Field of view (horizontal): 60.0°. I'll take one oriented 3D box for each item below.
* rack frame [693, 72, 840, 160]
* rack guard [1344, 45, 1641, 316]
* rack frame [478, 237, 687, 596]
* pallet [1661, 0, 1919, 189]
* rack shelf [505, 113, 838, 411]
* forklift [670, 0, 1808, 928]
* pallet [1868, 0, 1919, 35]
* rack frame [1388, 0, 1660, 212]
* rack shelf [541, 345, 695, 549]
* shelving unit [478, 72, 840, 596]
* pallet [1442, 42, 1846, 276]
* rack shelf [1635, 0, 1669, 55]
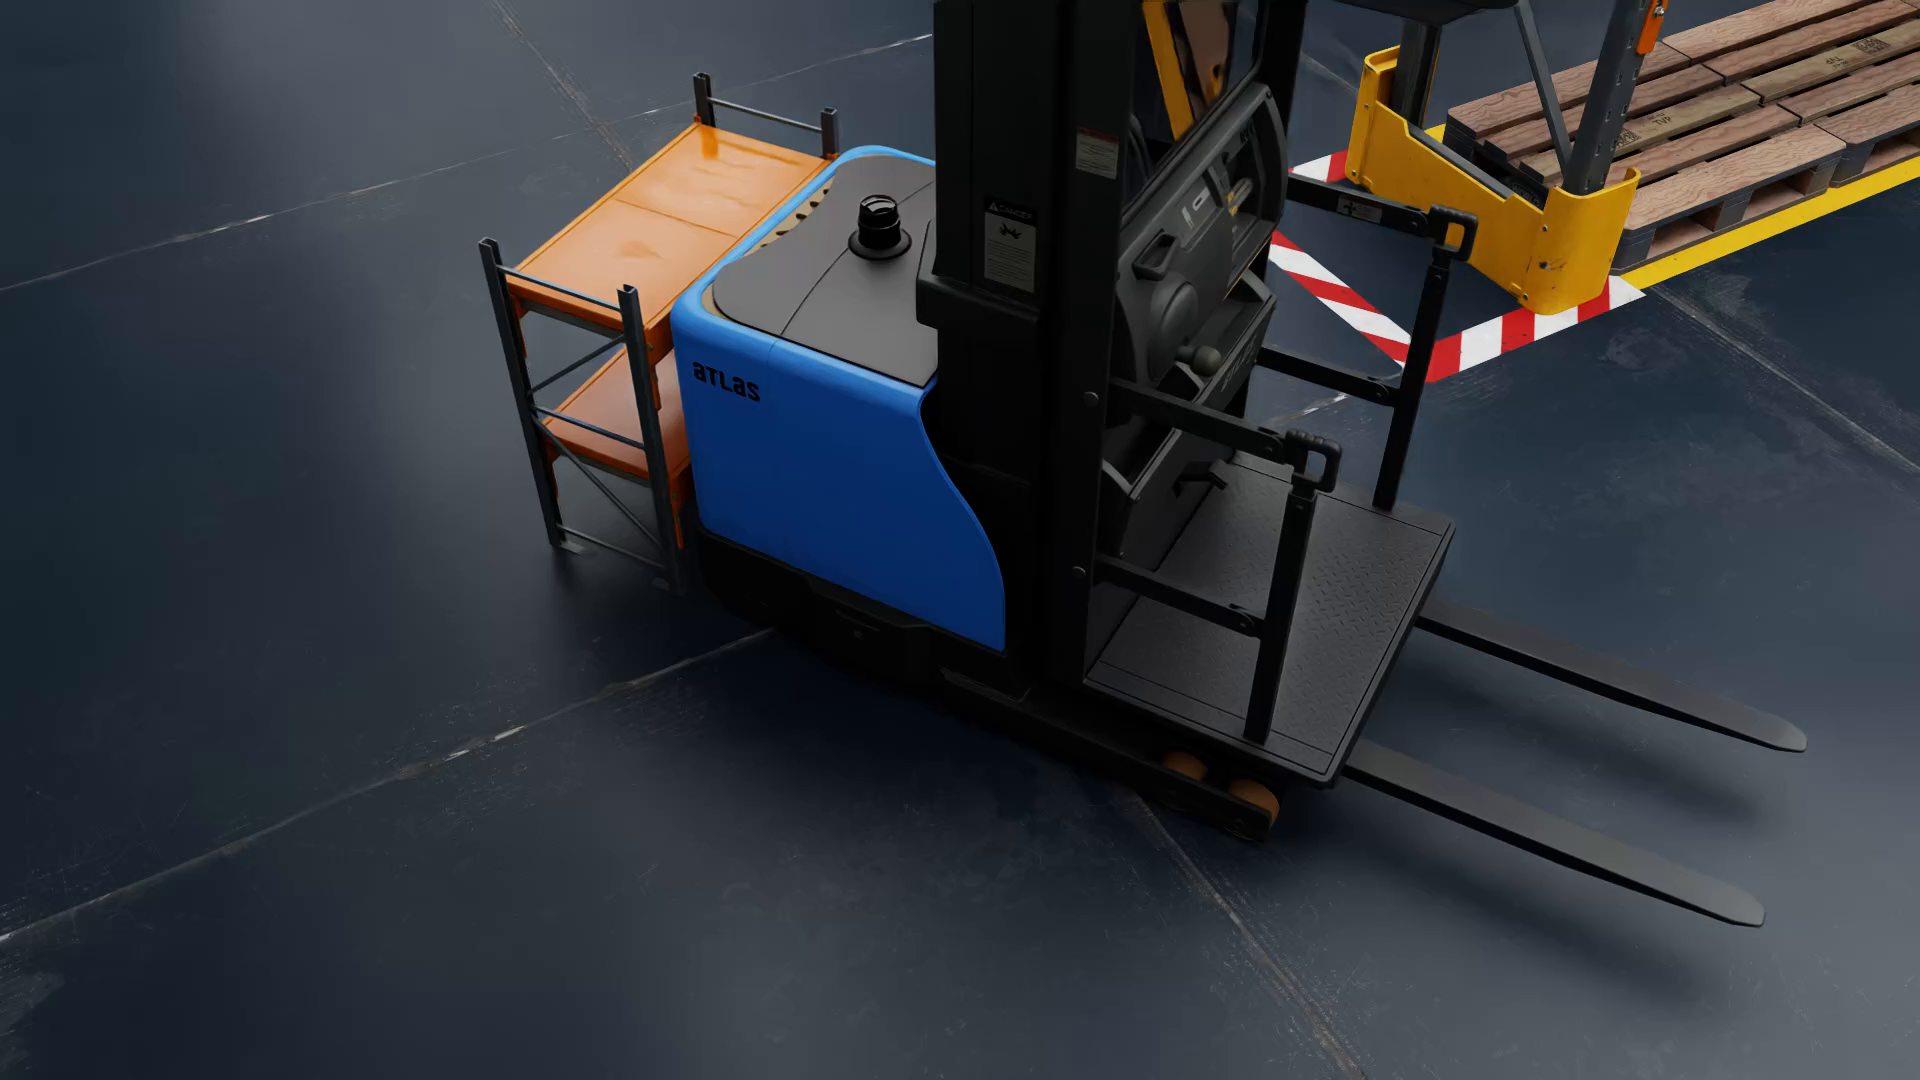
[{"bbox_3d":[-0.592,-0.949,5.420,0.500,1.125,0.032,20,48,19],"label":"rack frame"},{"bbox_3d":[1.985,-1.398,6.332,0.348,0.500,1.175,-22,48,-21],"label":"rack guard"},{"bbox_3d":[-1.065,-0.322,4.774,0.500,1.125,0.032,20,48,19],"label":"rack frame"},{"bbox_3d":[3.791,-1.994,7.153,1.213,0.211,1.003,-22,48,-21],"label":"pallet"},{"bbox_3d":[-0.829,-0.846,4.893,0.538,0.278,1.000,20,48,19],"label":"rack shelf"},{"bbox_3d":[0.758,-0.682,3.849,3.031,2.935,1.130,21,48,20],"label":"forklift"},{"bbox_3d":[4.850,-2.420,7.592,1.213,0.211,1.003,-22,48,-21],"label":"pallet"},{"bbox_3d":[2.000,-2.311,5.478,0.127,3.000,1.000,-22,48,-21],"label":"rack frame"},{"bbox_3d":[-0.829,-0.460,5.267,0.538,0.278,1.000,20,48,19],"label":"rack shelf"},{"bbox_3d":[-0.829,-0.636,5.097,0.538,1.125,1.048,20,48,19],"label":"shelving unit"},{"bbox_3d":[2.734,-1.573,6.720,1.213,0.211,1.003,-22,48,-21],"label":"pallet"},{"bbox_3d":[3.734,-2.747,6.443,4.000,0.370,1.077,-22,48,-21],"label":"rack shelf"}]
